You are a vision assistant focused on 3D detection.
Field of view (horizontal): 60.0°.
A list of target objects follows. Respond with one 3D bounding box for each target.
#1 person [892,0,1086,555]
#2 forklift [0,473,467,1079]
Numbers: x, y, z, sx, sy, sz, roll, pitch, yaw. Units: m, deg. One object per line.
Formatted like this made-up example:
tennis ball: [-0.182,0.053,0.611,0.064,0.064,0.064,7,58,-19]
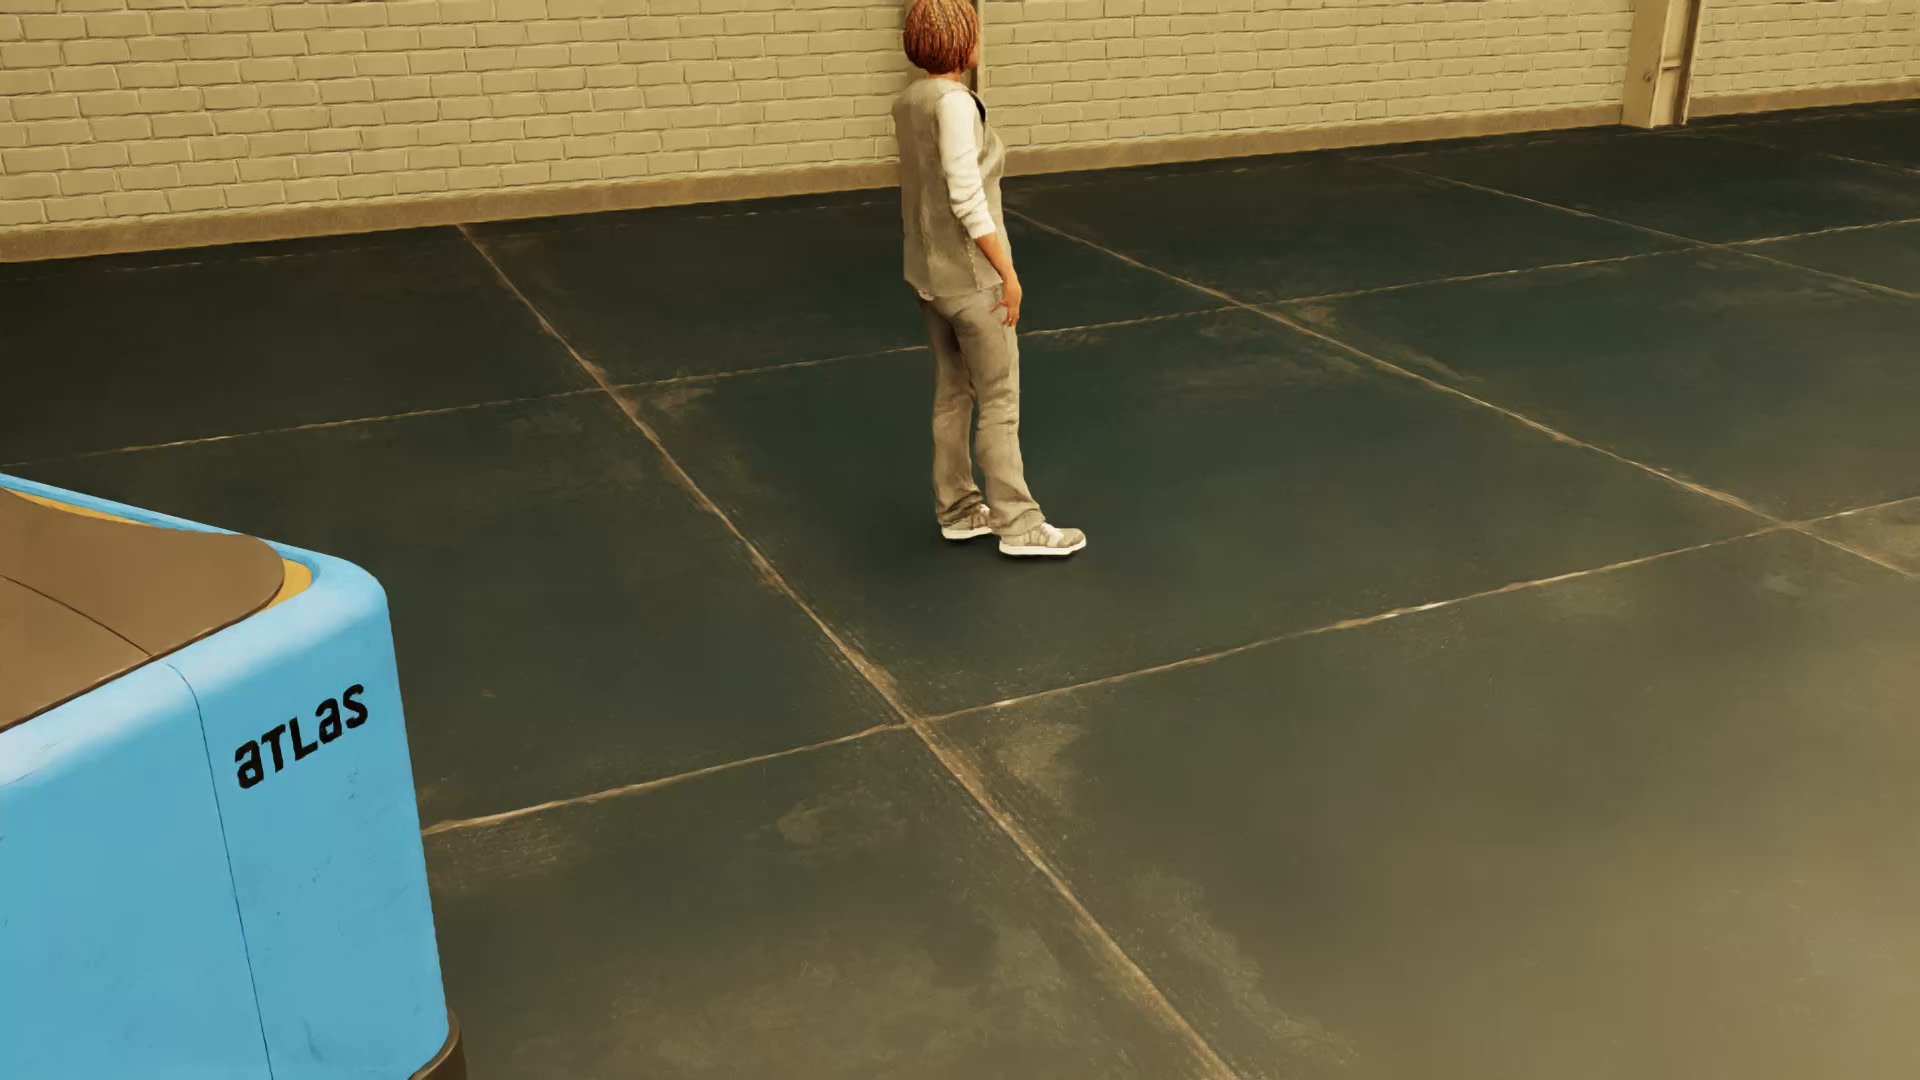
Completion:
person: [0.073,-0.751,4.815,0.474,1.597,0.521,-10,25,-23]
forklift: [-1.880,0.089,1.073,1.130,2.935,3.031,11,25,25]
